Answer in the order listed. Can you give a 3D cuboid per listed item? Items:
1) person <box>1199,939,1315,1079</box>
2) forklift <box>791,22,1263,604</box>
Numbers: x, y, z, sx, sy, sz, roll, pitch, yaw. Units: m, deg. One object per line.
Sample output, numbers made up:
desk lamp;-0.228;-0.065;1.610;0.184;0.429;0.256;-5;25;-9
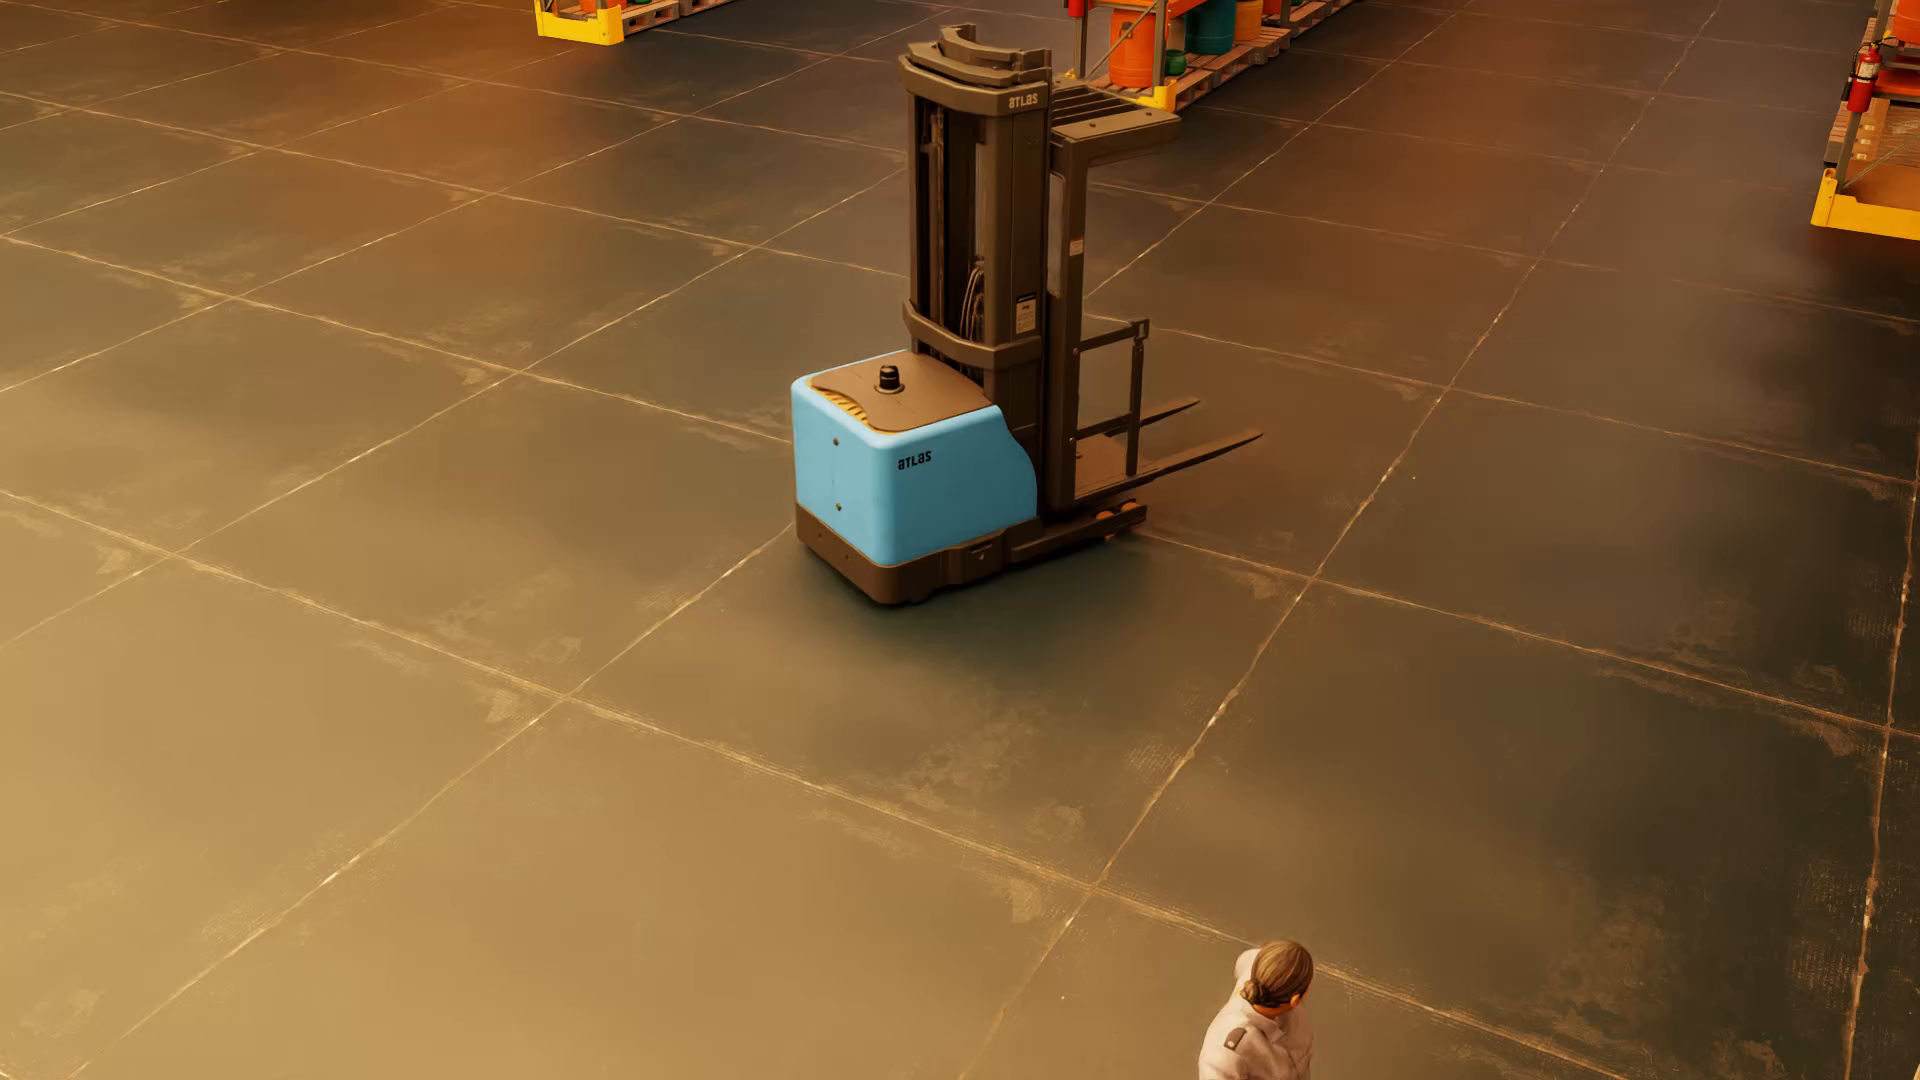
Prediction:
person;0.921;1.861;5.225;0.615;1.630;0.709;-20;36;-31
forklift;0.525;-1.475;9.626;3.031;2.935;1.130;-19;35;-29
